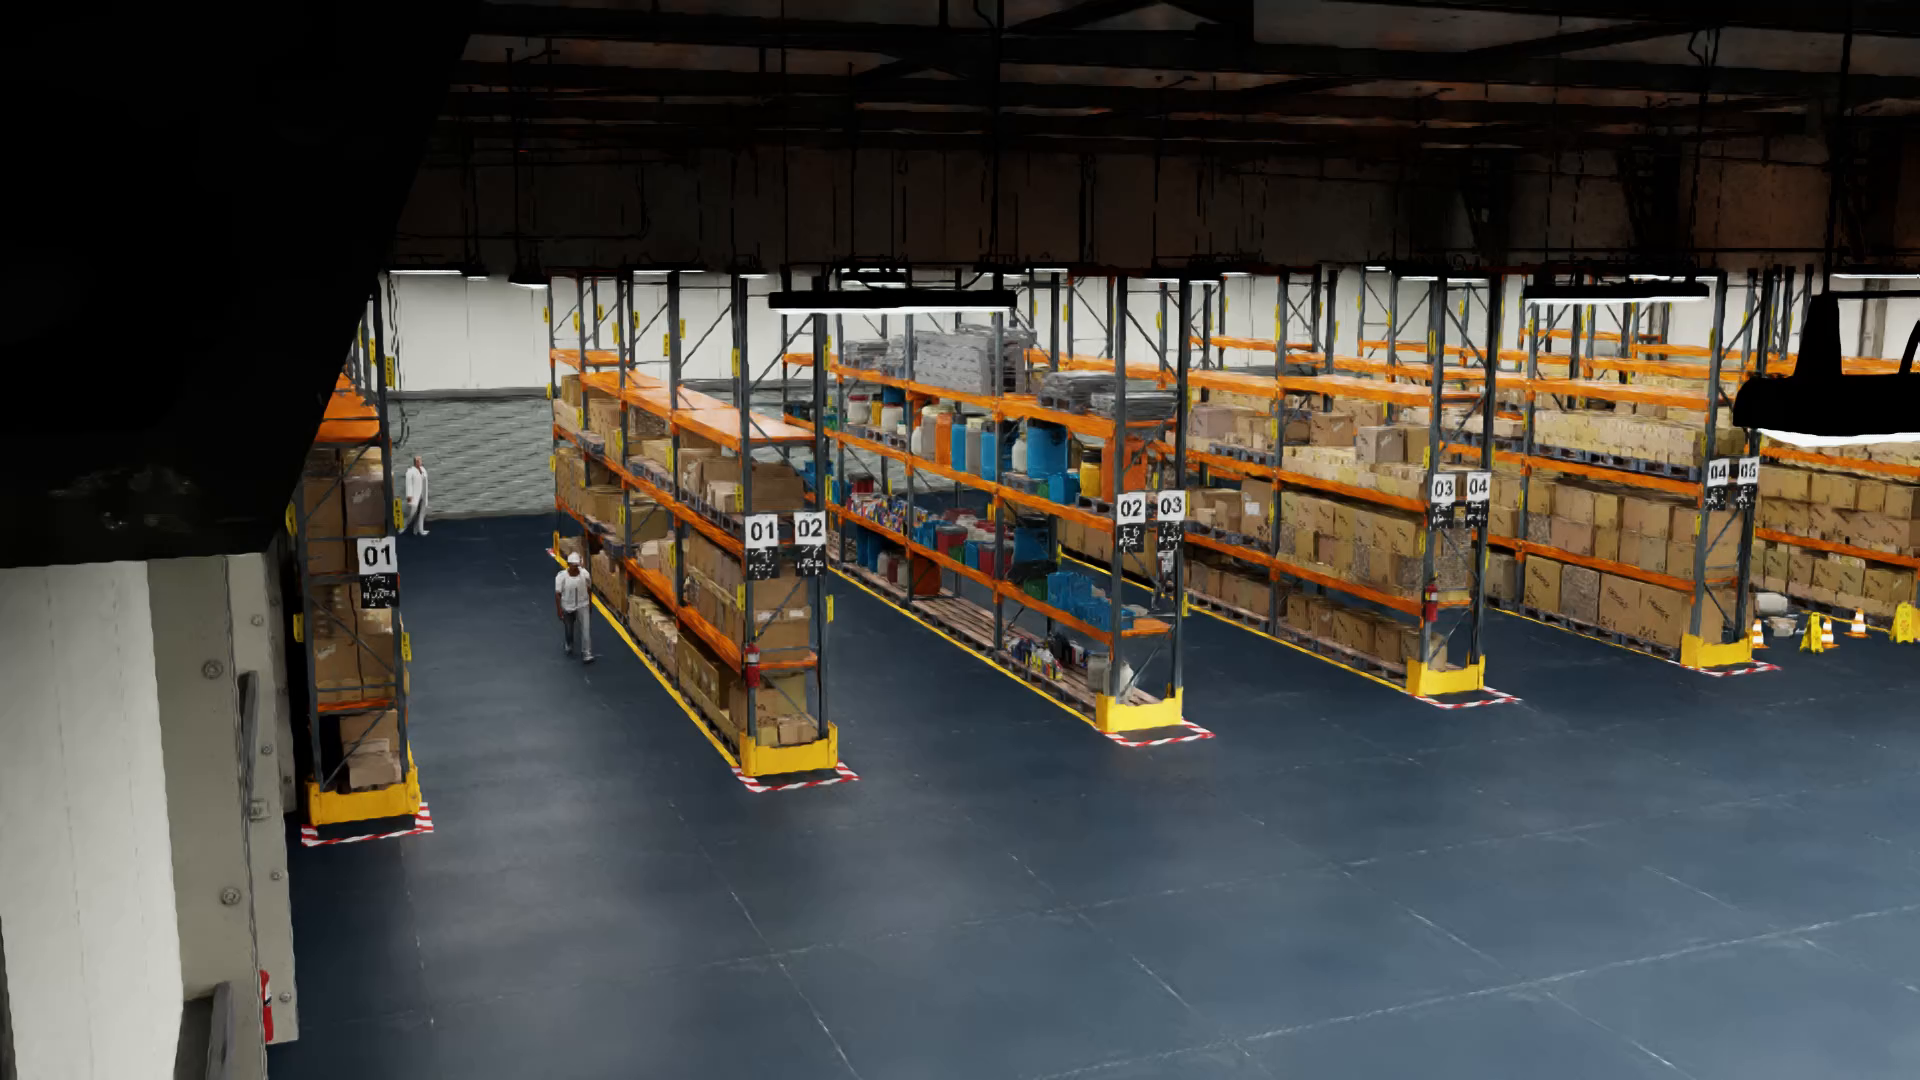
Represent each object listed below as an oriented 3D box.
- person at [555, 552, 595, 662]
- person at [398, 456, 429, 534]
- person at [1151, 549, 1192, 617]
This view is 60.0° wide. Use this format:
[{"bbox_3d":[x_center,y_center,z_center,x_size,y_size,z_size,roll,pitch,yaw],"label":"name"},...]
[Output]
[{"bbox_3d":[-6.001,1.016,25.886,0.577,1.691,1.114,-3,10,-19],"label":"person"},{"bbox_3d":[-12.237,-0.996,37.221,0.555,1.768,0.770,6,11,29],"label":"person"},{"bbox_3d":[3.659,0.519,29.000,0.456,1.587,1.088,-3,10,-18],"label":"person"}]
